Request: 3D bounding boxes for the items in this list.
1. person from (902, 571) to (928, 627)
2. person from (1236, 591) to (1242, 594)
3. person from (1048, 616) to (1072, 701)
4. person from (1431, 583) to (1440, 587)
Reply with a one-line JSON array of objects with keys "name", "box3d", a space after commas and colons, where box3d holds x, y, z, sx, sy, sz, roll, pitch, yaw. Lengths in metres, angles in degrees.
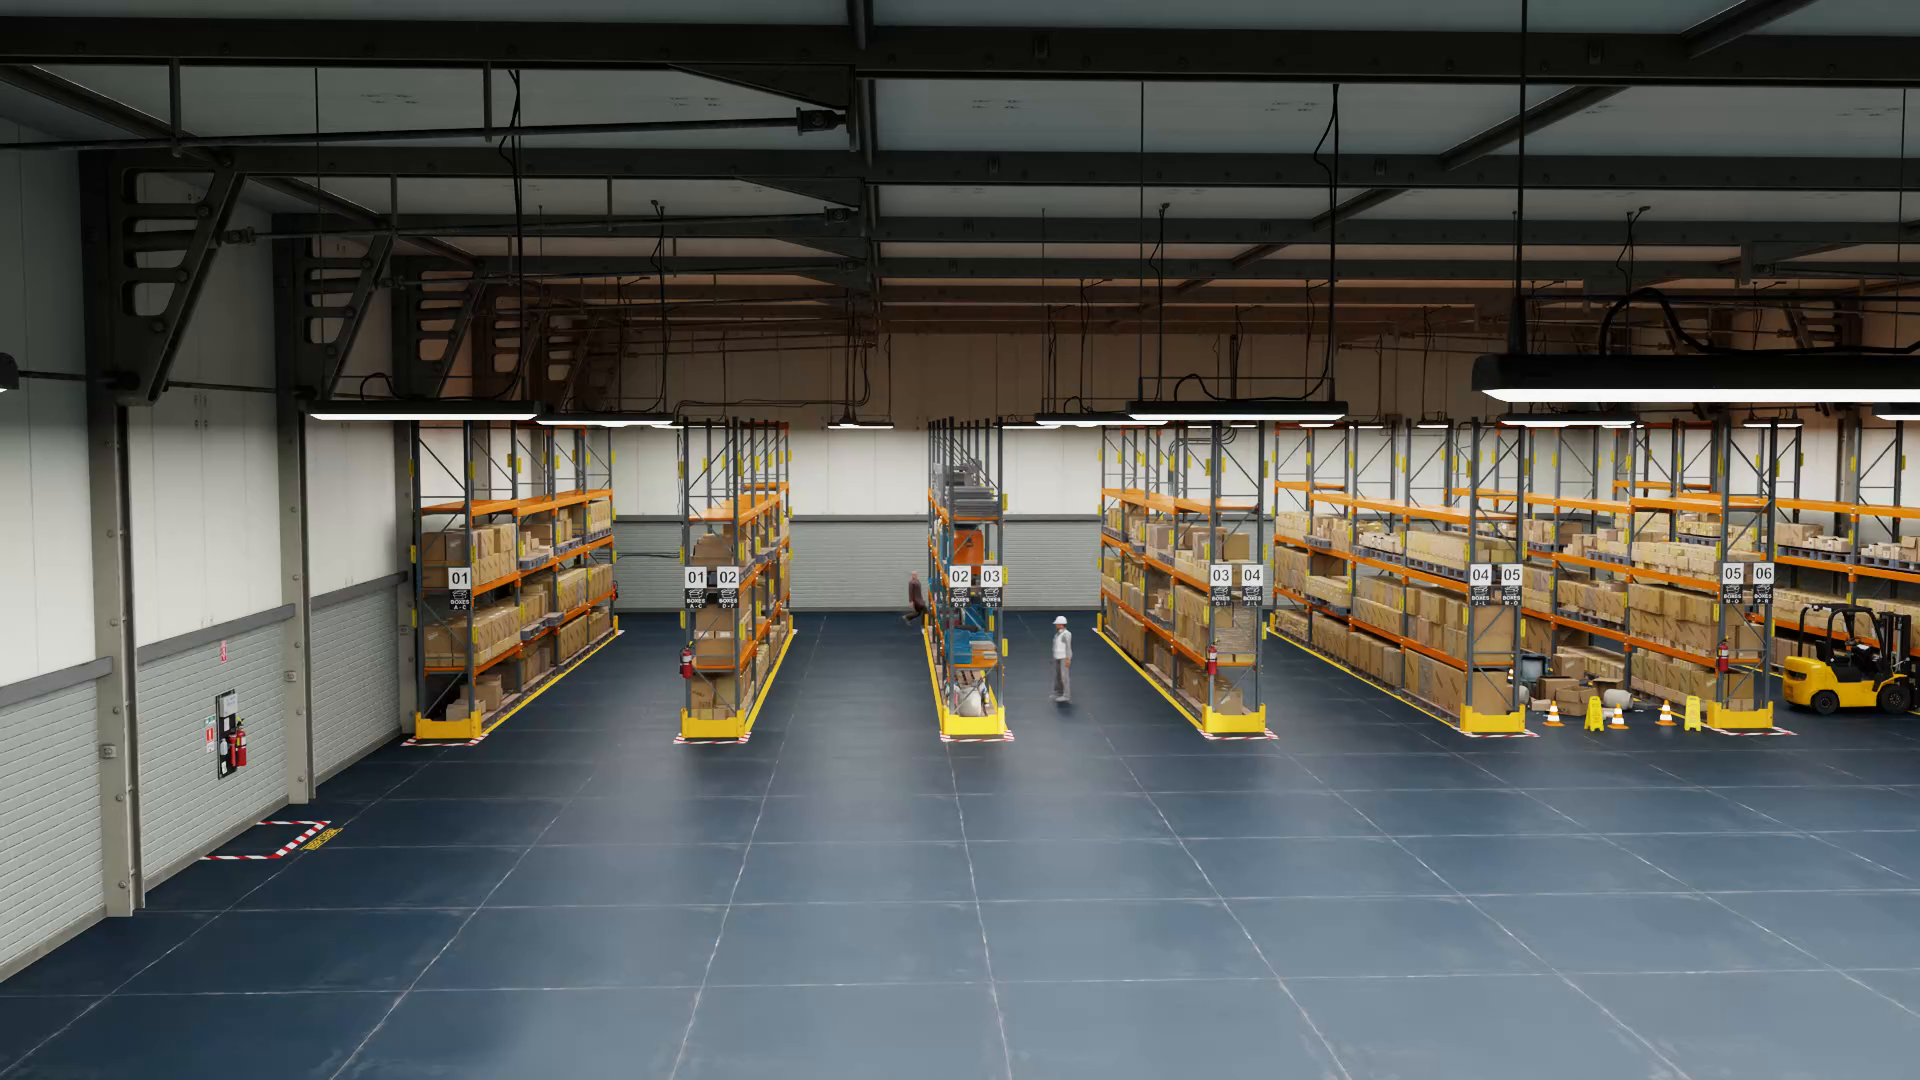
[{"name": "person", "box3d": [-1.245, 1.733, 48.437, 0.909, 1.651, 0.621, 0, 4, 2]}, {"name": "person", "box3d": [8.512, 1.610, 49.958, 0.565, 1.681, 0.882, 1, 4, 16]}, {"name": "person", "box3d": [2.131, 2.515, 35.451, 0.435, 1.777, 0.577, -2, 4, -25]}, {"name": "person", "box3d": [12.556, 1.966, 44.029, 0.450, 1.791, 0.653, 2, 4, 32]}]
